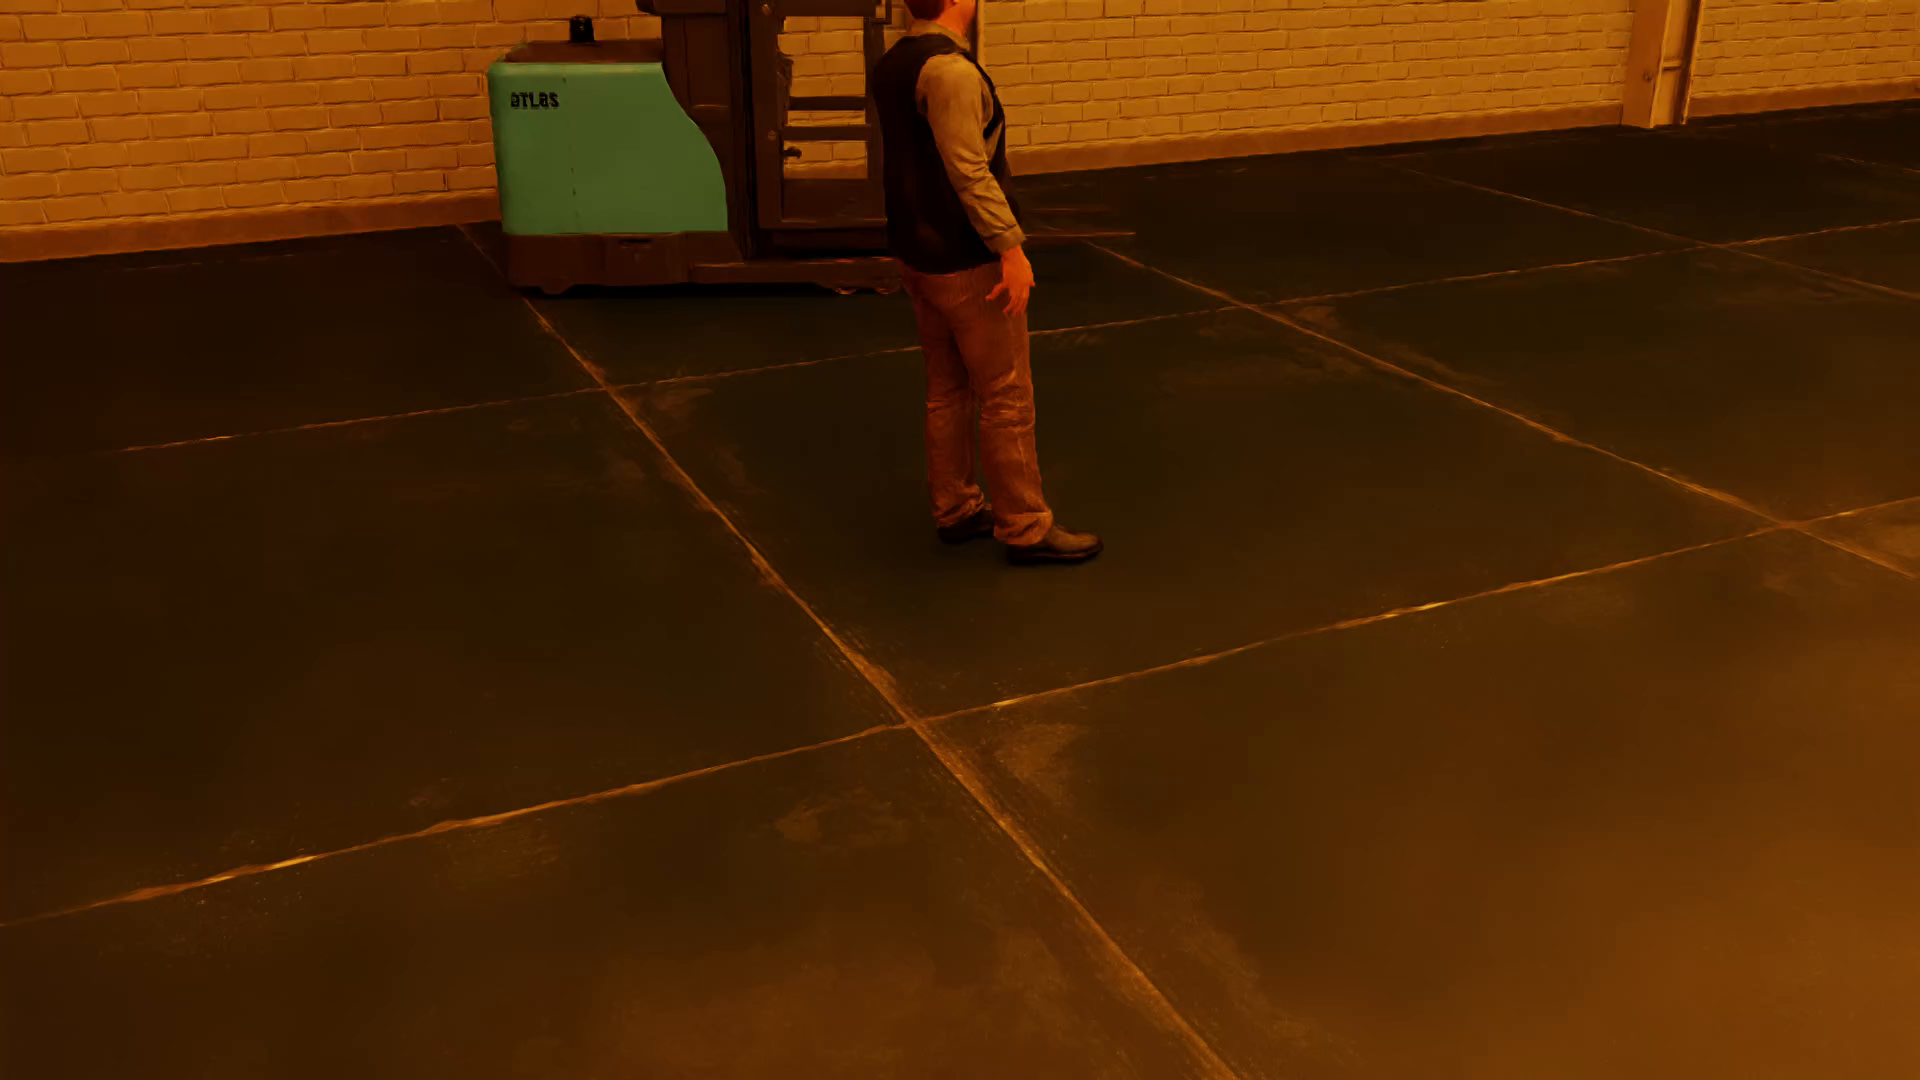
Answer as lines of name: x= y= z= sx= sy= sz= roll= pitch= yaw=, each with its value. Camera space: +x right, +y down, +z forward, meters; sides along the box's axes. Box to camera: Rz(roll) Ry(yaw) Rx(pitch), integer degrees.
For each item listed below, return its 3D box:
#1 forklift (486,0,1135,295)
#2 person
forklift: x=-0.679 y=-2.723 z=7.841 sx=3.031 sy=2.935 sz=1.130 roll=-2 pitch=23 yaw=-5
person: x=0.060 y=-0.809 z=4.791 sx=0.567 sy=1.720 sz=0.632 roll=-10 pitch=25 yaw=-23
